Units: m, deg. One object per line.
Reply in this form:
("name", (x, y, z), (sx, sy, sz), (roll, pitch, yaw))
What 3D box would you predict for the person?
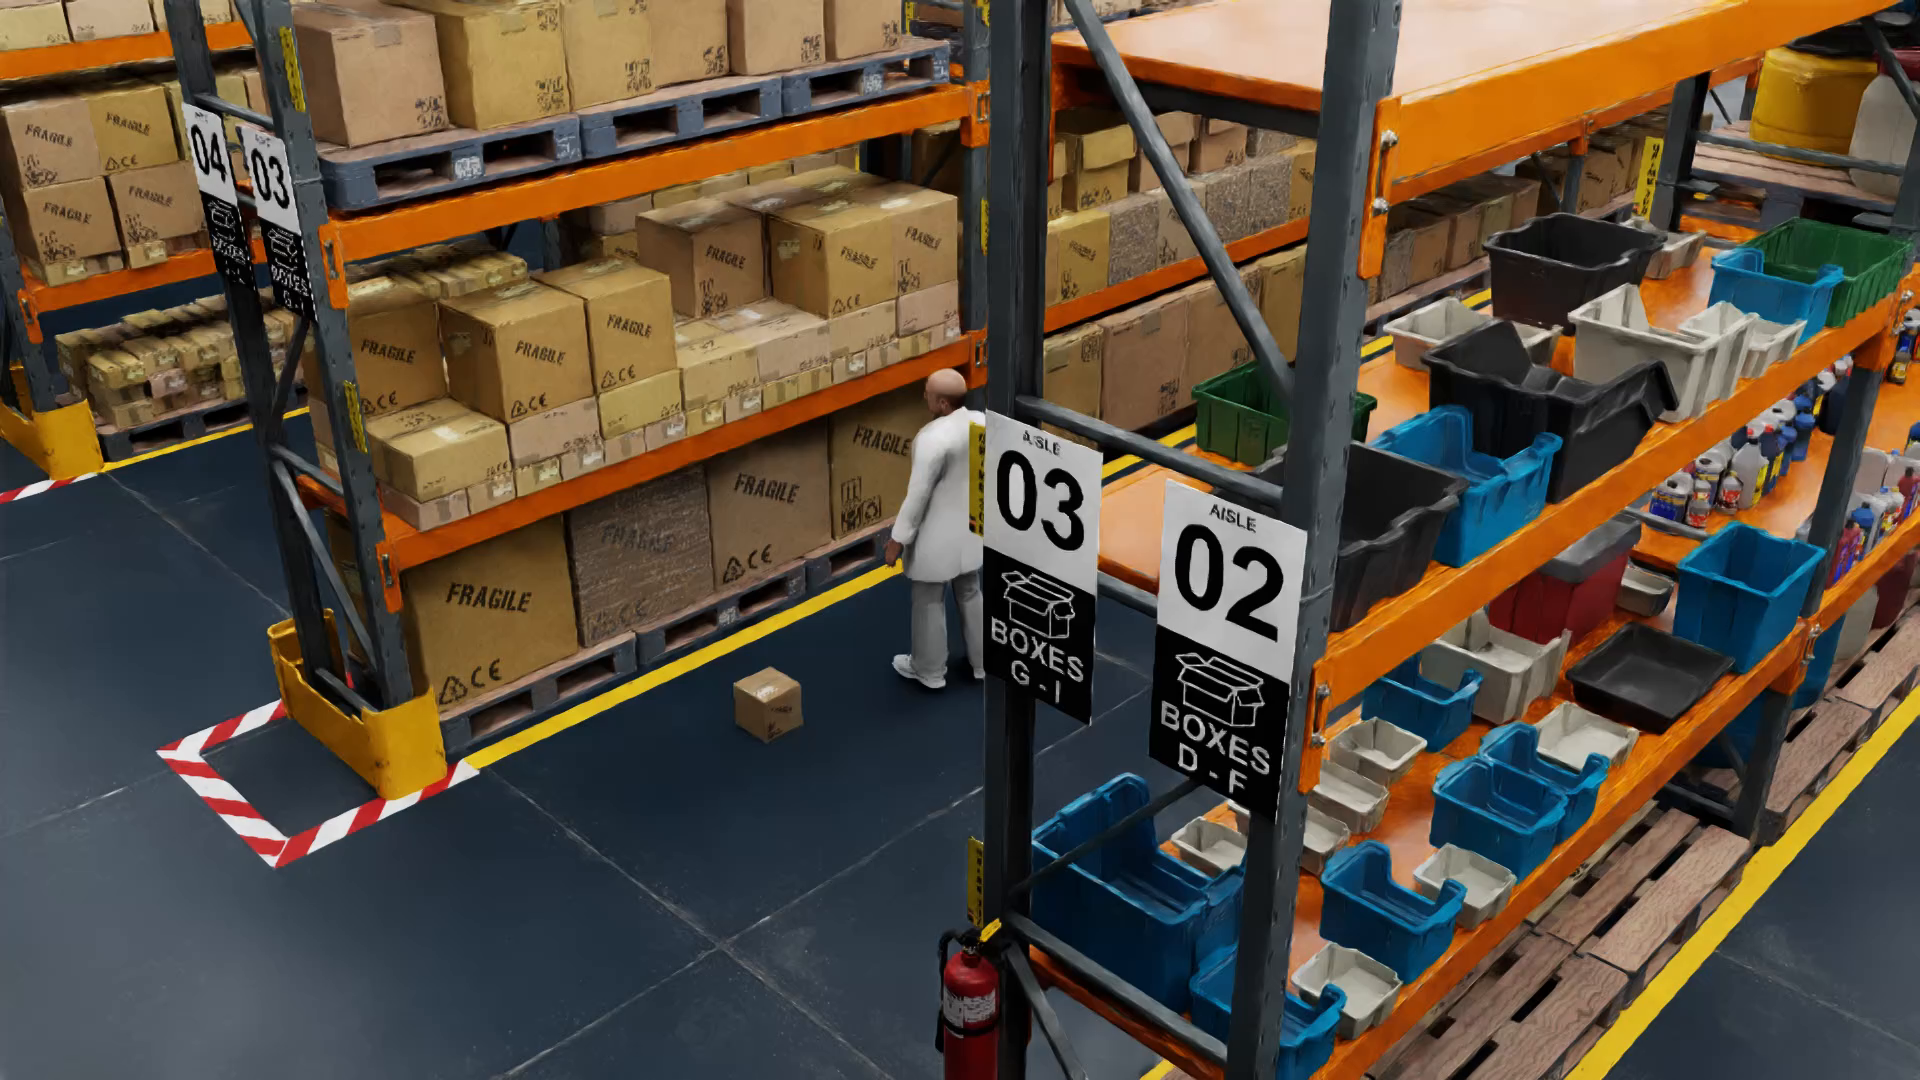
("person", (-0.106, -0.061, 8.706), (0.503, 1.784, 0.694), (21, 34, 35))
